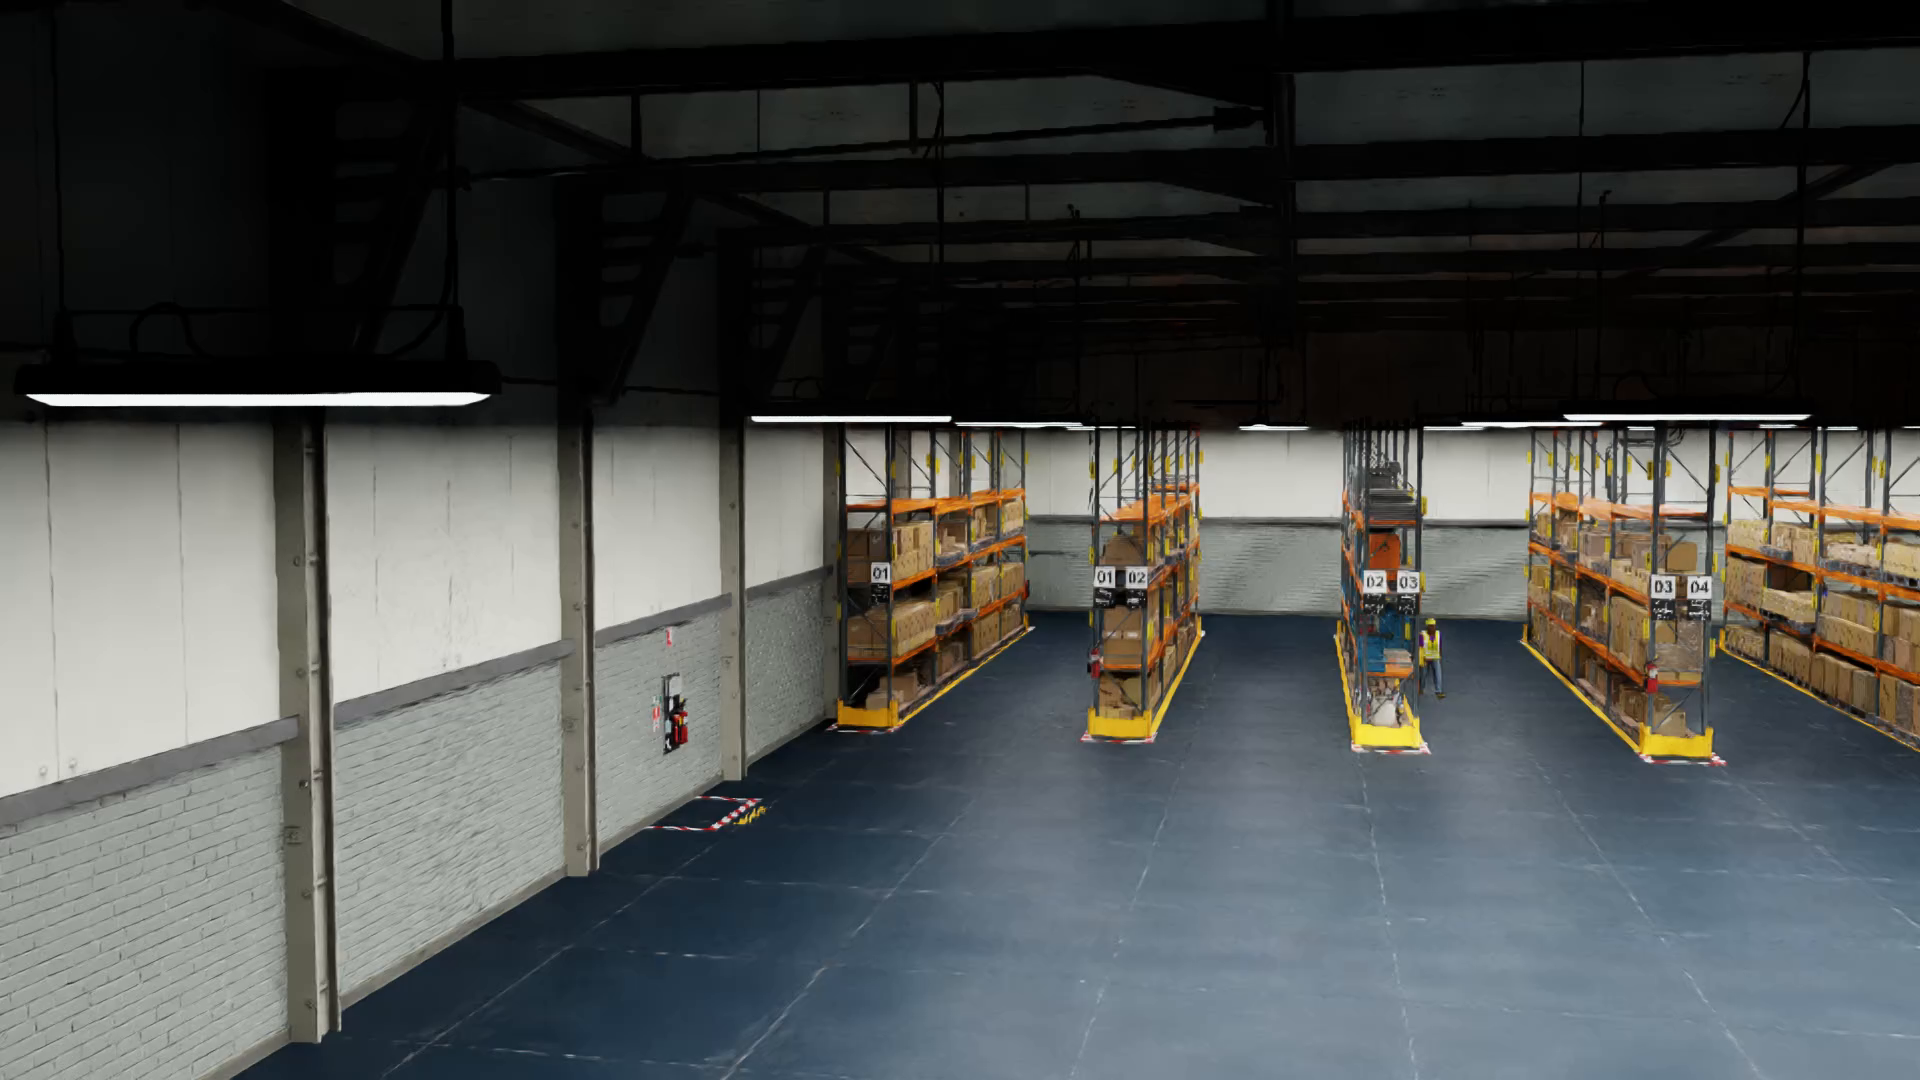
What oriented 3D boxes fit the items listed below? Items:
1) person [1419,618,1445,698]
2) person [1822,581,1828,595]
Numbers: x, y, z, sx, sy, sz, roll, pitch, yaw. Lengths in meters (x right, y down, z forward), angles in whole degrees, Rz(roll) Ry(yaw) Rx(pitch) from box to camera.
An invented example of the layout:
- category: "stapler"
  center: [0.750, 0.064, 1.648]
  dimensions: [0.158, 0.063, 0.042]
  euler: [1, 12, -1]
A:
- category: "person"
  center: [10.138, 2.533, 35.872]
  dimensions: [0.568, 1.708, 1.035]
  euler: [0, 4, 3]
- category: "person"
  center: [23.715, 1.954, 45.528]
  dimensions: [0.570, 1.645, 0.499]
  euler: [-2, 4, -31]
